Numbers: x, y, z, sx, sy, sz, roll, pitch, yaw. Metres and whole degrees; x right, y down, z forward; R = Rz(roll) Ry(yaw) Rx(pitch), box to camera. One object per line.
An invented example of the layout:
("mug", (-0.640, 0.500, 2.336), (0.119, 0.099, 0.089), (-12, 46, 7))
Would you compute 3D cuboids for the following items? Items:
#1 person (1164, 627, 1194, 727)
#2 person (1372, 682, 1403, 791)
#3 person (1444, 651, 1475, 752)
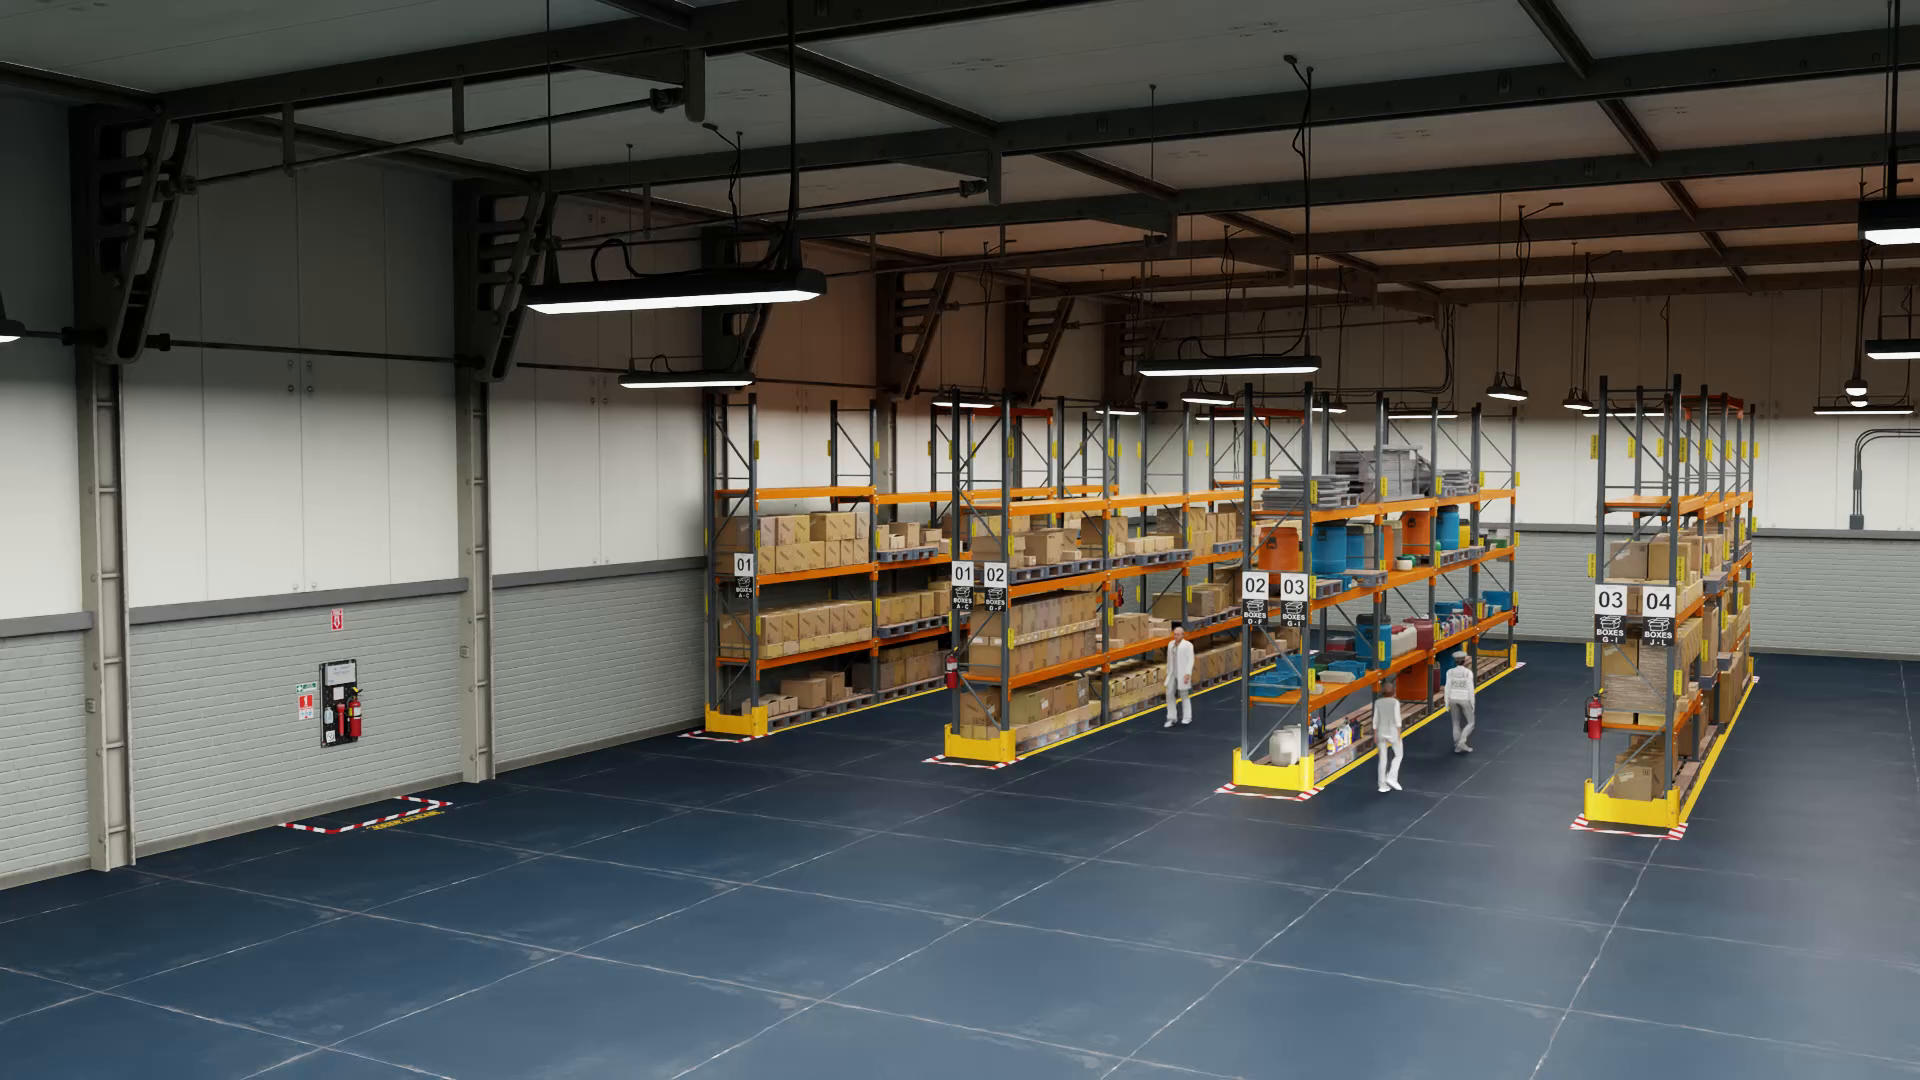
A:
("person", (3.980, 2.496, 30.265), (0.651, 1.828, 0.658), (3, 4, 42))
("person", (6.257, 2.880, 24.355), (0.455, 1.588, 0.479), (2, 4, 34))
("person", (8.254, 2.686, 27.475), (0.519, 1.675, 0.504), (2, 4, 34))
